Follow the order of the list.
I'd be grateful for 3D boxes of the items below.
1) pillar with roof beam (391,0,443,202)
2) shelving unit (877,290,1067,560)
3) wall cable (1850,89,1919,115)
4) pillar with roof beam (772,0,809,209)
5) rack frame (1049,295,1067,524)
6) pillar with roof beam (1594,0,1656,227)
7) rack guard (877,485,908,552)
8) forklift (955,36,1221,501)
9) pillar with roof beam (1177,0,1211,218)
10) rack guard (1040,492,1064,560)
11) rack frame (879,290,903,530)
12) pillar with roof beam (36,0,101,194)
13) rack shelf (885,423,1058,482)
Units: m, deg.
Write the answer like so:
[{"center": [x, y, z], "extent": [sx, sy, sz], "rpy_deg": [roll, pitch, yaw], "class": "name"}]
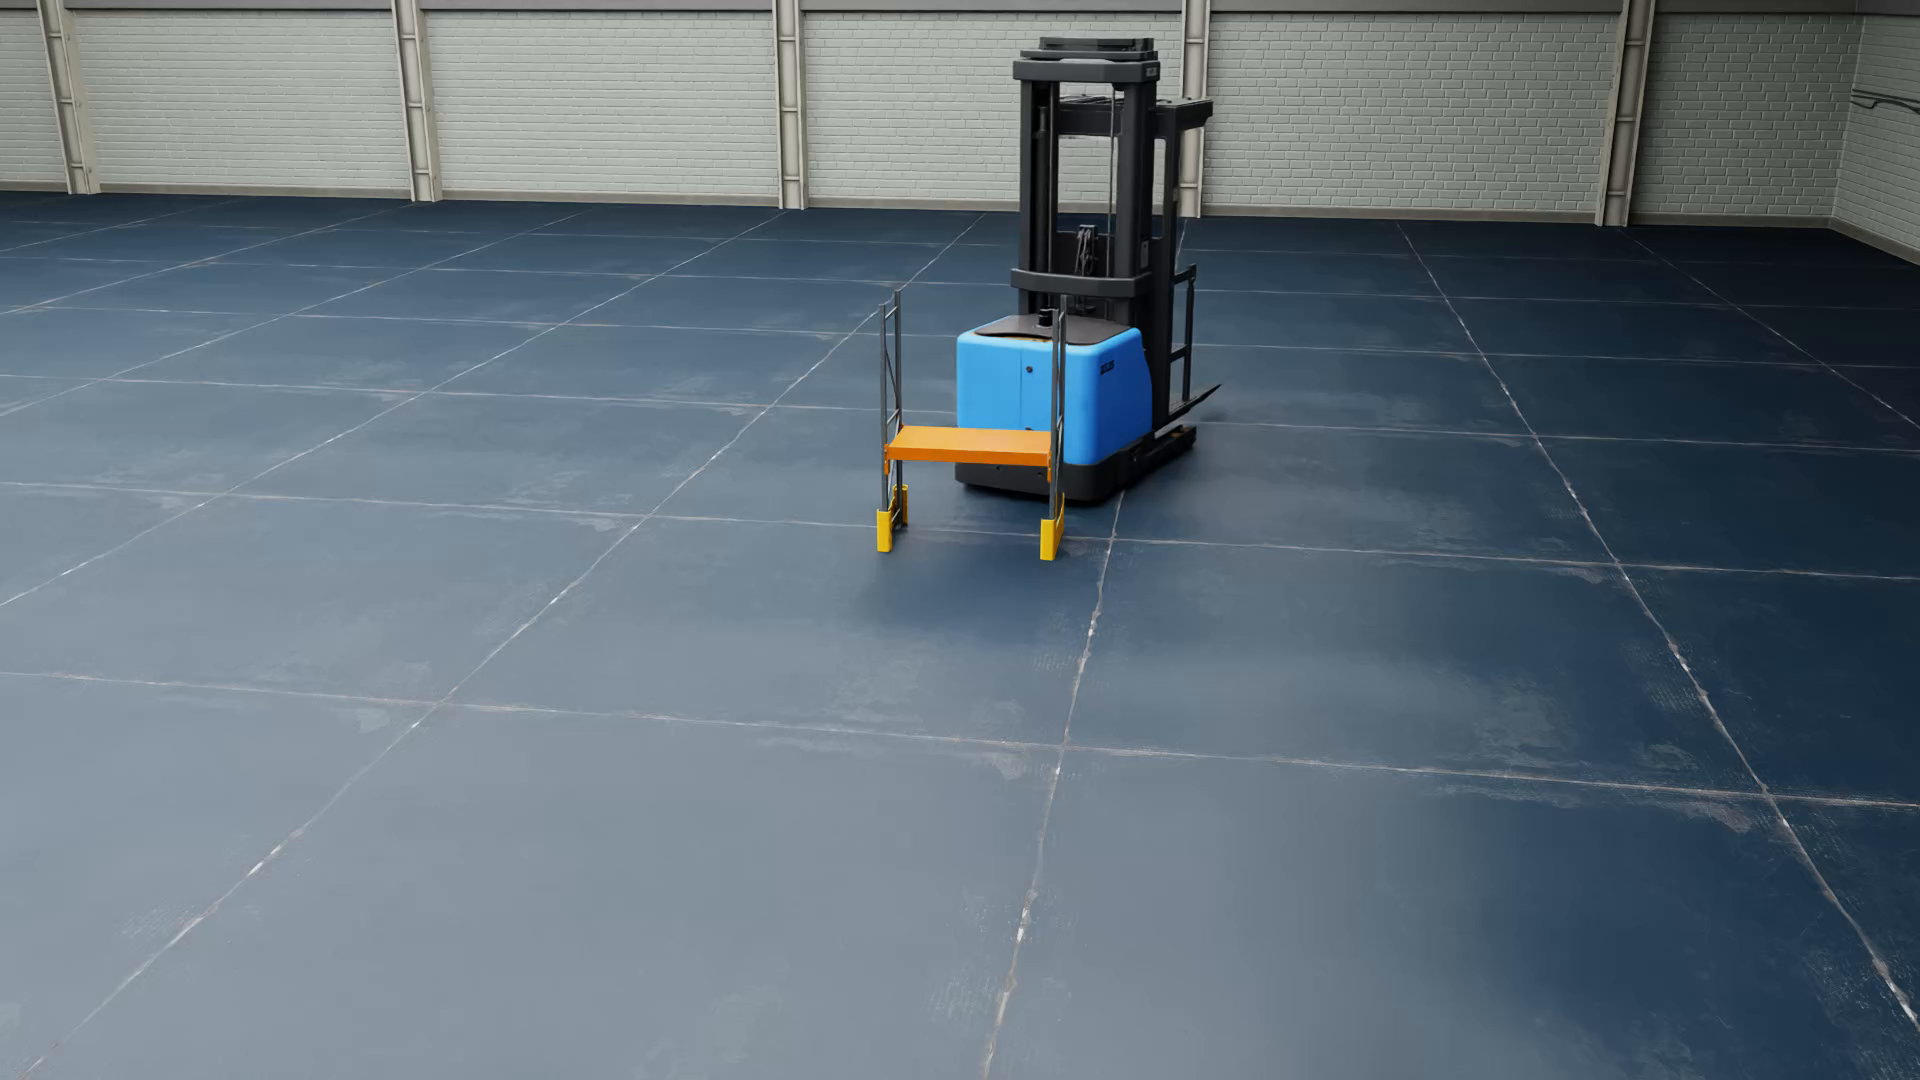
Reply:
[{"center": [-9.158, -8.328, 21.012], "extent": [0.400, 9.000, 9.100], "rpy_deg": [3, 19, 9], "class": "pillar with roof beam"}, {"center": [0.075, -0.707, 10.054], "extent": [1.083, 1.500, 0.587], "rpy_deg": [3, 19, 9], "class": "shelving unit"}, {"center": [11.996, -6.736, 21.147], "extent": [0.112, 2.526, 3.097], "rpy_deg": [3, 19, 9], "class": "wall cable"}, {"center": [-3.234, -8.026, 20.110], "extent": [0.400, 9.000, 9.100], "rpy_deg": [3, 19, 9], "class": "pillar with roof beam"}, {"center": [0.586, -0.681, 9.976], "extent": [0.032, 1.500, 0.500], "rpy_deg": [3, 19, 9], "class": "rack frame"}, {"center": [8.614, -7.422, 18.305], "extent": [0.400, 9.000, 9.100], "rpy_deg": [3, 19, 9], "class": "pillar with roof beam"}, {"center": [-0.416, -0.140, 10.327], "extent": [0.087, 0.250, 0.587], "rpy_deg": [3, 19, 9], "class": "rack guard"}, {"center": [1.099, -2.069, 11.867], "extent": [1.130, 2.935, 3.031], "rpy_deg": [9, 21, 26], "class": "forklift"}, {"center": [2.690, -7.724, 19.207], "extent": [0.400, 9.000, 9.100], "rpy_deg": [3, 19, 9], "class": "pillar with roof beam"}, {"center": [0.567, -0.090, 10.177], "extent": [0.087, 0.250, 0.587], "rpy_deg": [3, 19, 9], "class": "rack guard"}, {"center": [-0.418, -0.733, 10.129], "extent": [0.032, 1.500, 0.500], "rpy_deg": [3, 19, 9], "class": "rack frame"}, {"center": [-15.082, -8.630, 21.915], "extent": [0.400, 9.000, 9.100], "rpy_deg": [3, 19, 9], "class": "pillar with roof beam"}, {"center": [0.084, -0.536, 10.109], "extent": [1.000, 0.185, 0.538], "rpy_deg": [3, 19, 9], "class": "rack shelf"}]
